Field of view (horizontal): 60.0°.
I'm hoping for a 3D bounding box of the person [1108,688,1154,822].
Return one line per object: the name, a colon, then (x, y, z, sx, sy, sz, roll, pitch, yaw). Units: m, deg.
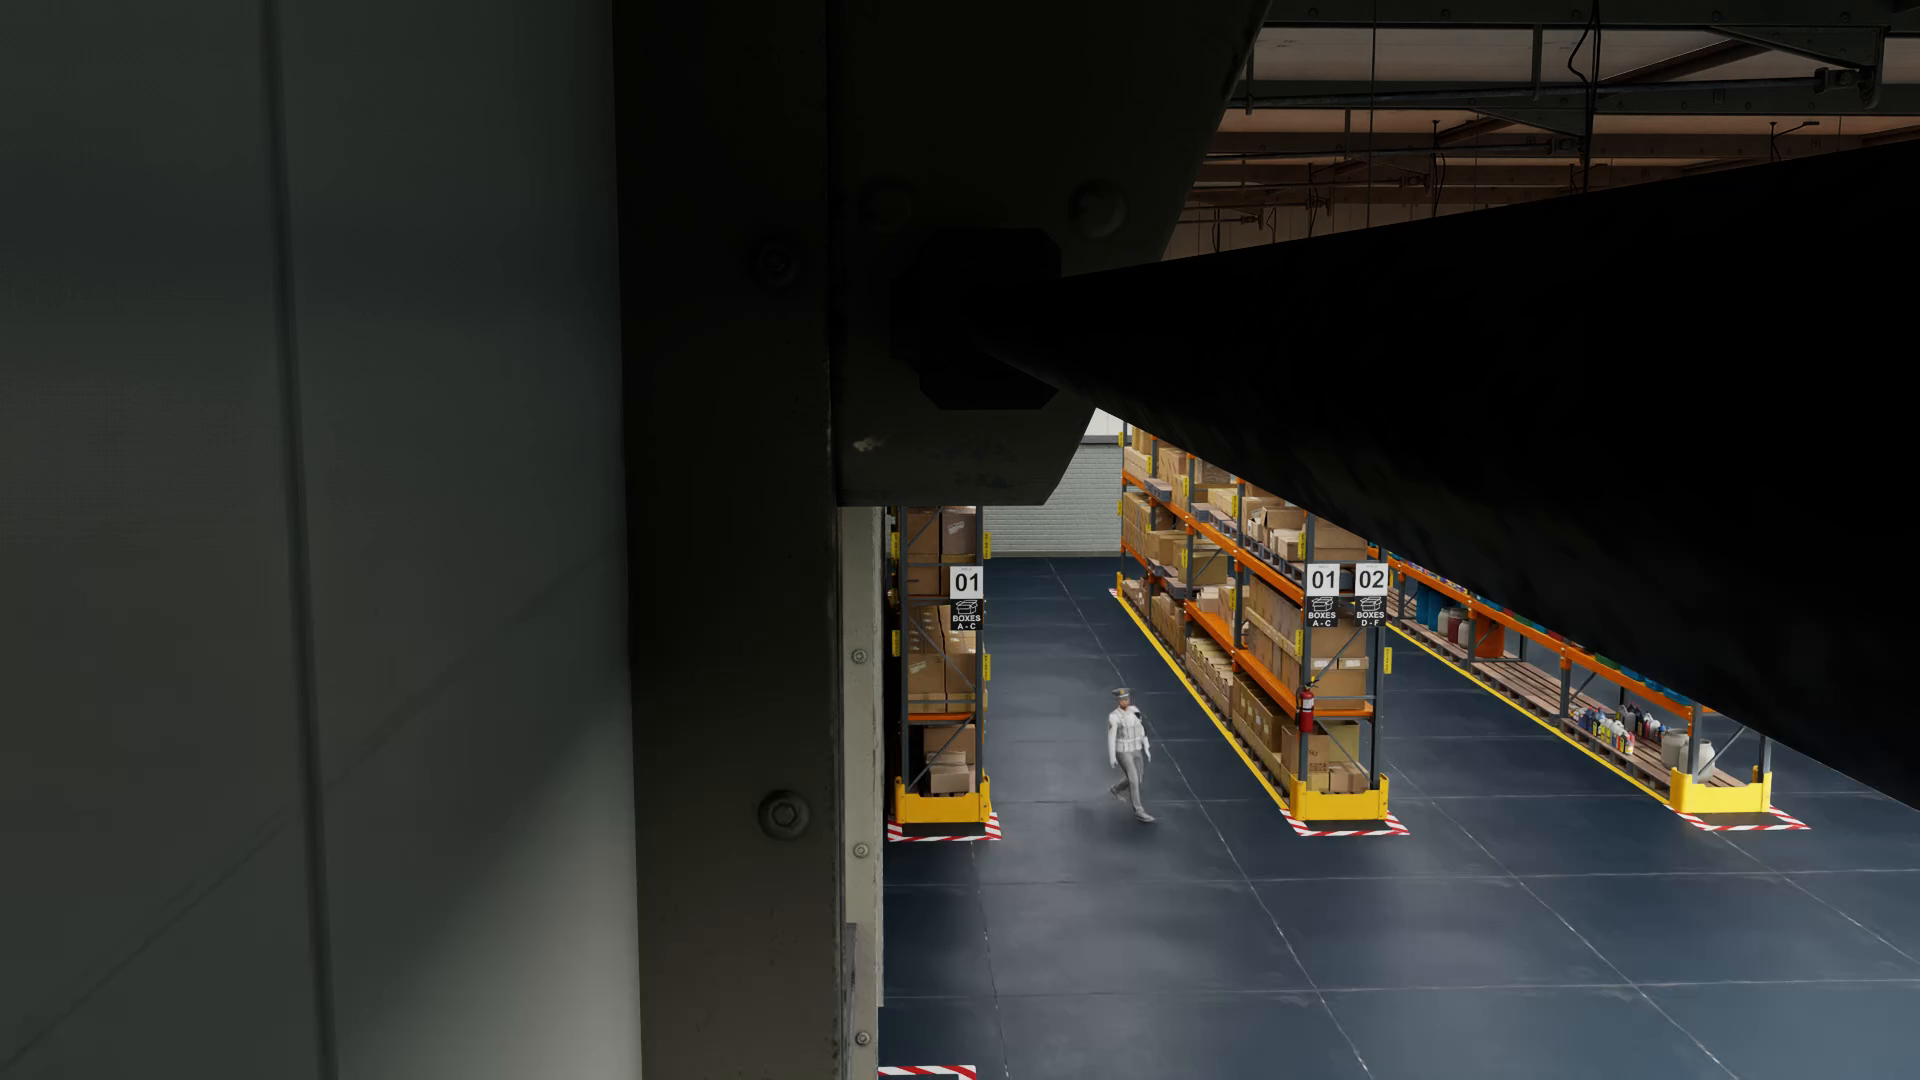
person: (2.103, 2.625, 20.650, 0.488, 1.633, 0.824, -6, 10, -38)
